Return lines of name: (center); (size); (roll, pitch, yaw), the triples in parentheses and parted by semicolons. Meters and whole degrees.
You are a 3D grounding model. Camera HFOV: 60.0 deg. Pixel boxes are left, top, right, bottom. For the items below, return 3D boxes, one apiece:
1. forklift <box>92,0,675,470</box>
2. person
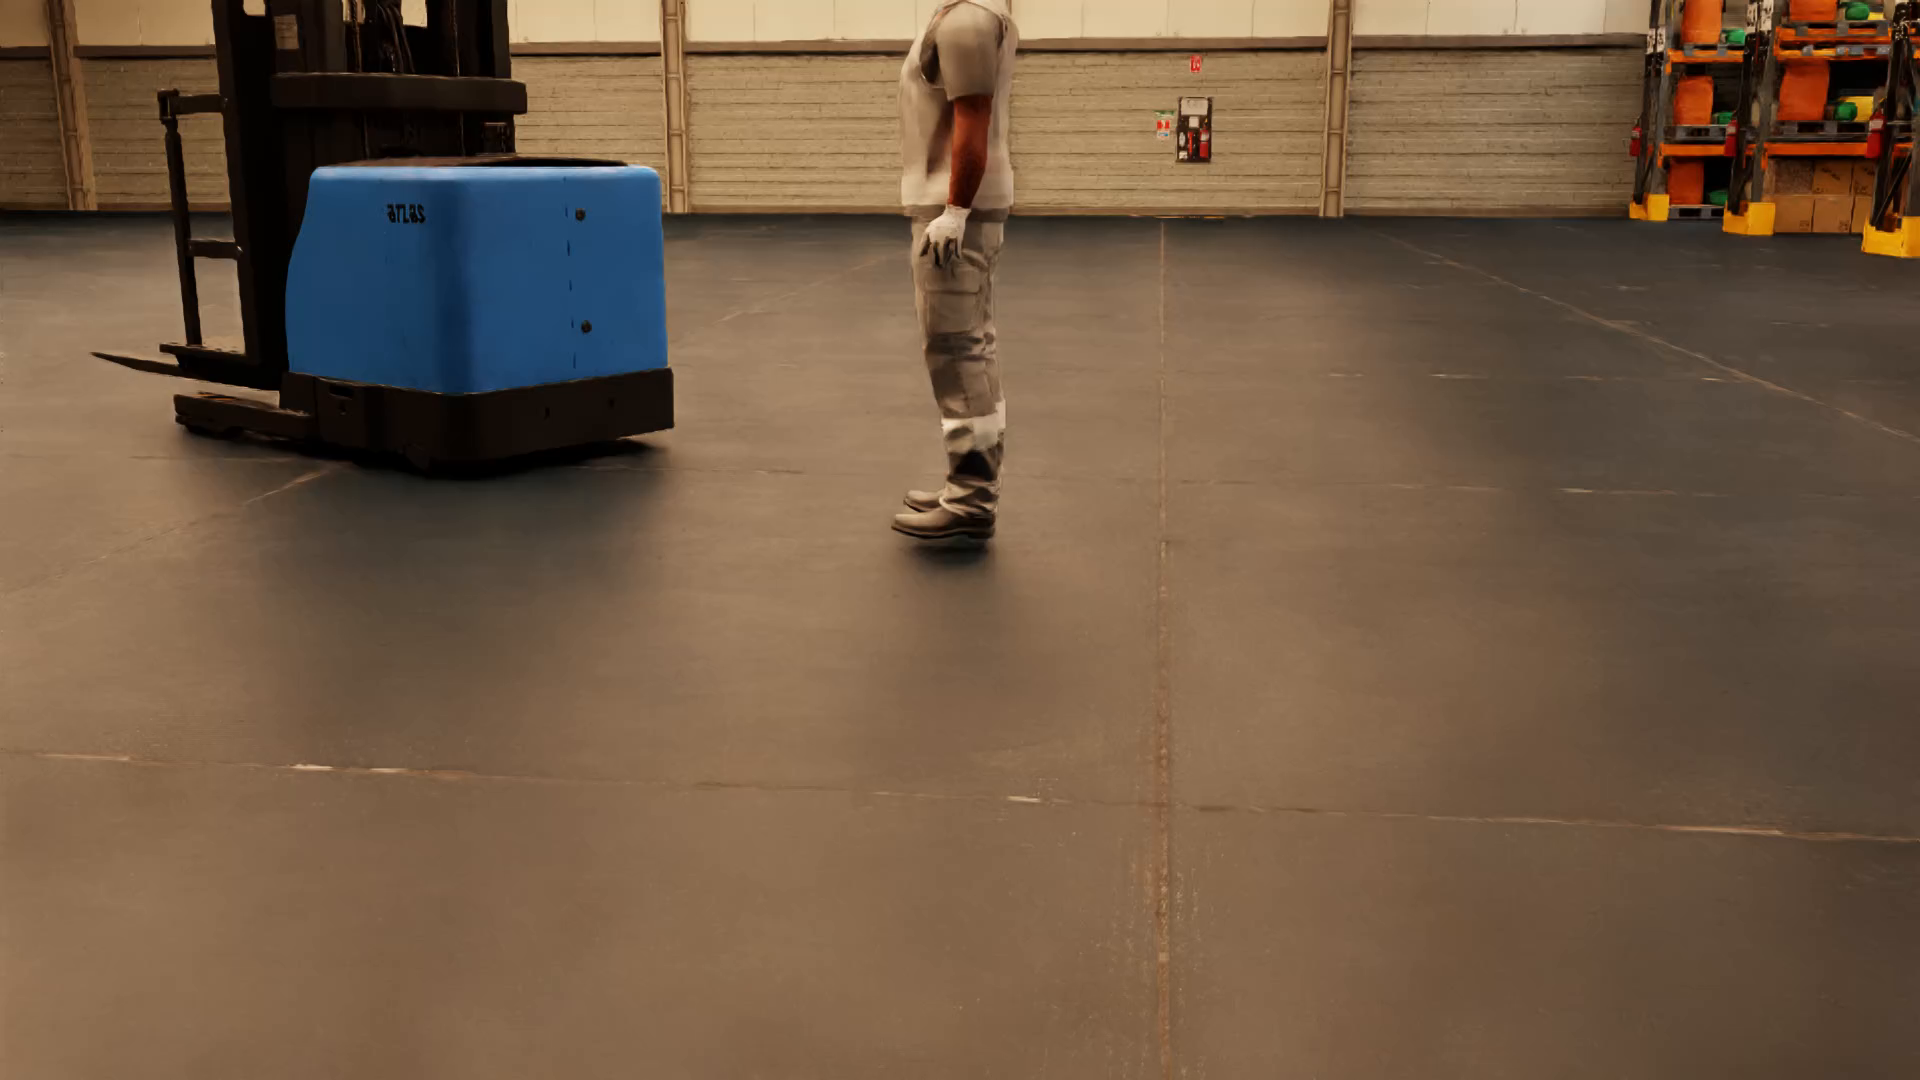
forklift: (-2.598, -1.922, 6.729); (3.031, 2.935, 1.130); (10, 16, 37)
person: (-0.021, -0.911, 4.735); (0.349, 1.795, 0.540); (2, 13, 7)
